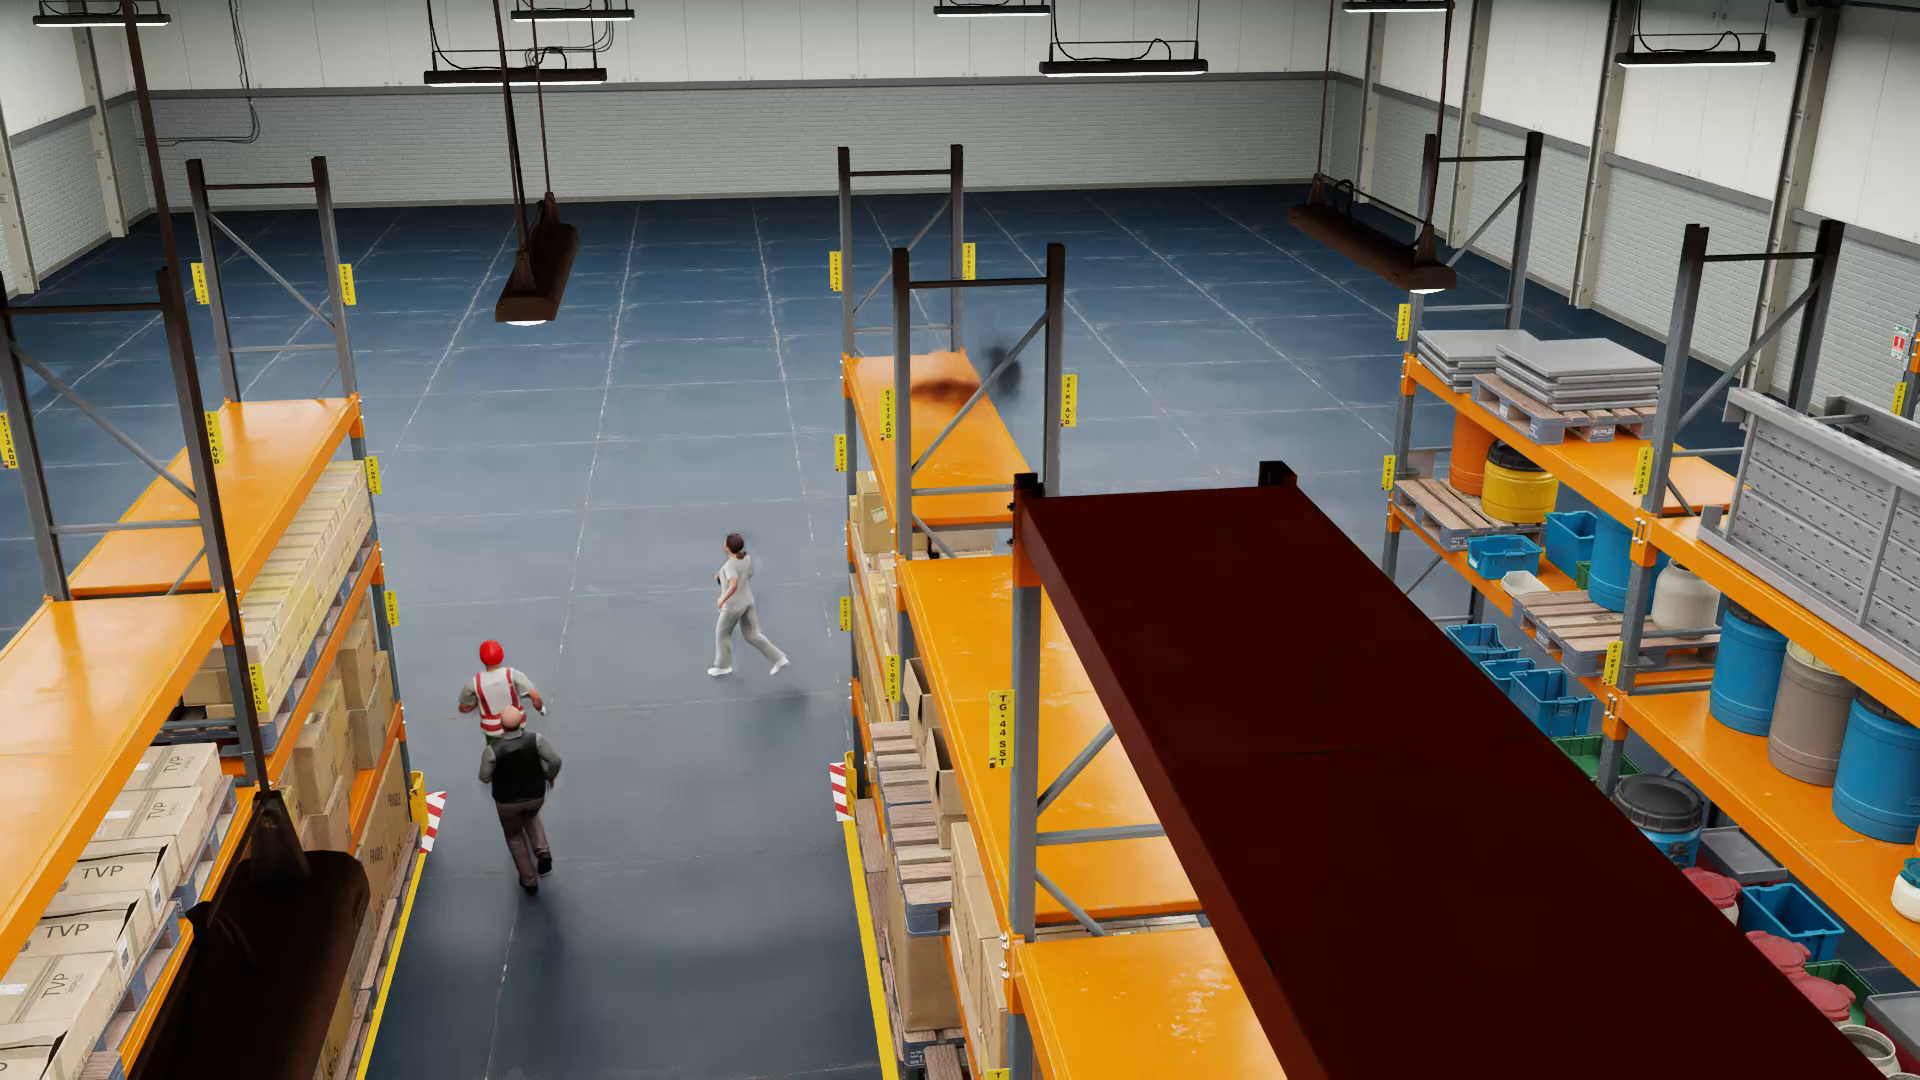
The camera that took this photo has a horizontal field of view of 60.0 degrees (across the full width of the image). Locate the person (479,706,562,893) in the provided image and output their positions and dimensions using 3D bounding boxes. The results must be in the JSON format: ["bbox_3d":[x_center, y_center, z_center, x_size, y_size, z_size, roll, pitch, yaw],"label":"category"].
[{"bbox_3d":[-3.709,2.155,14.012,0.649,1.607,0.572,-12,24,-27],"label":"person"}]

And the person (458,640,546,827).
[{"bbox_3d":[-4.084,1.706,14.883,0.738,1.820,0.899,-13,25,-29],"label":"person"}]

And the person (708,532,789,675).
[{"bbox_3d":[-2.305,0.732,17.529,0.945,1.682,0.577,13,25,29],"label":"person"}]
